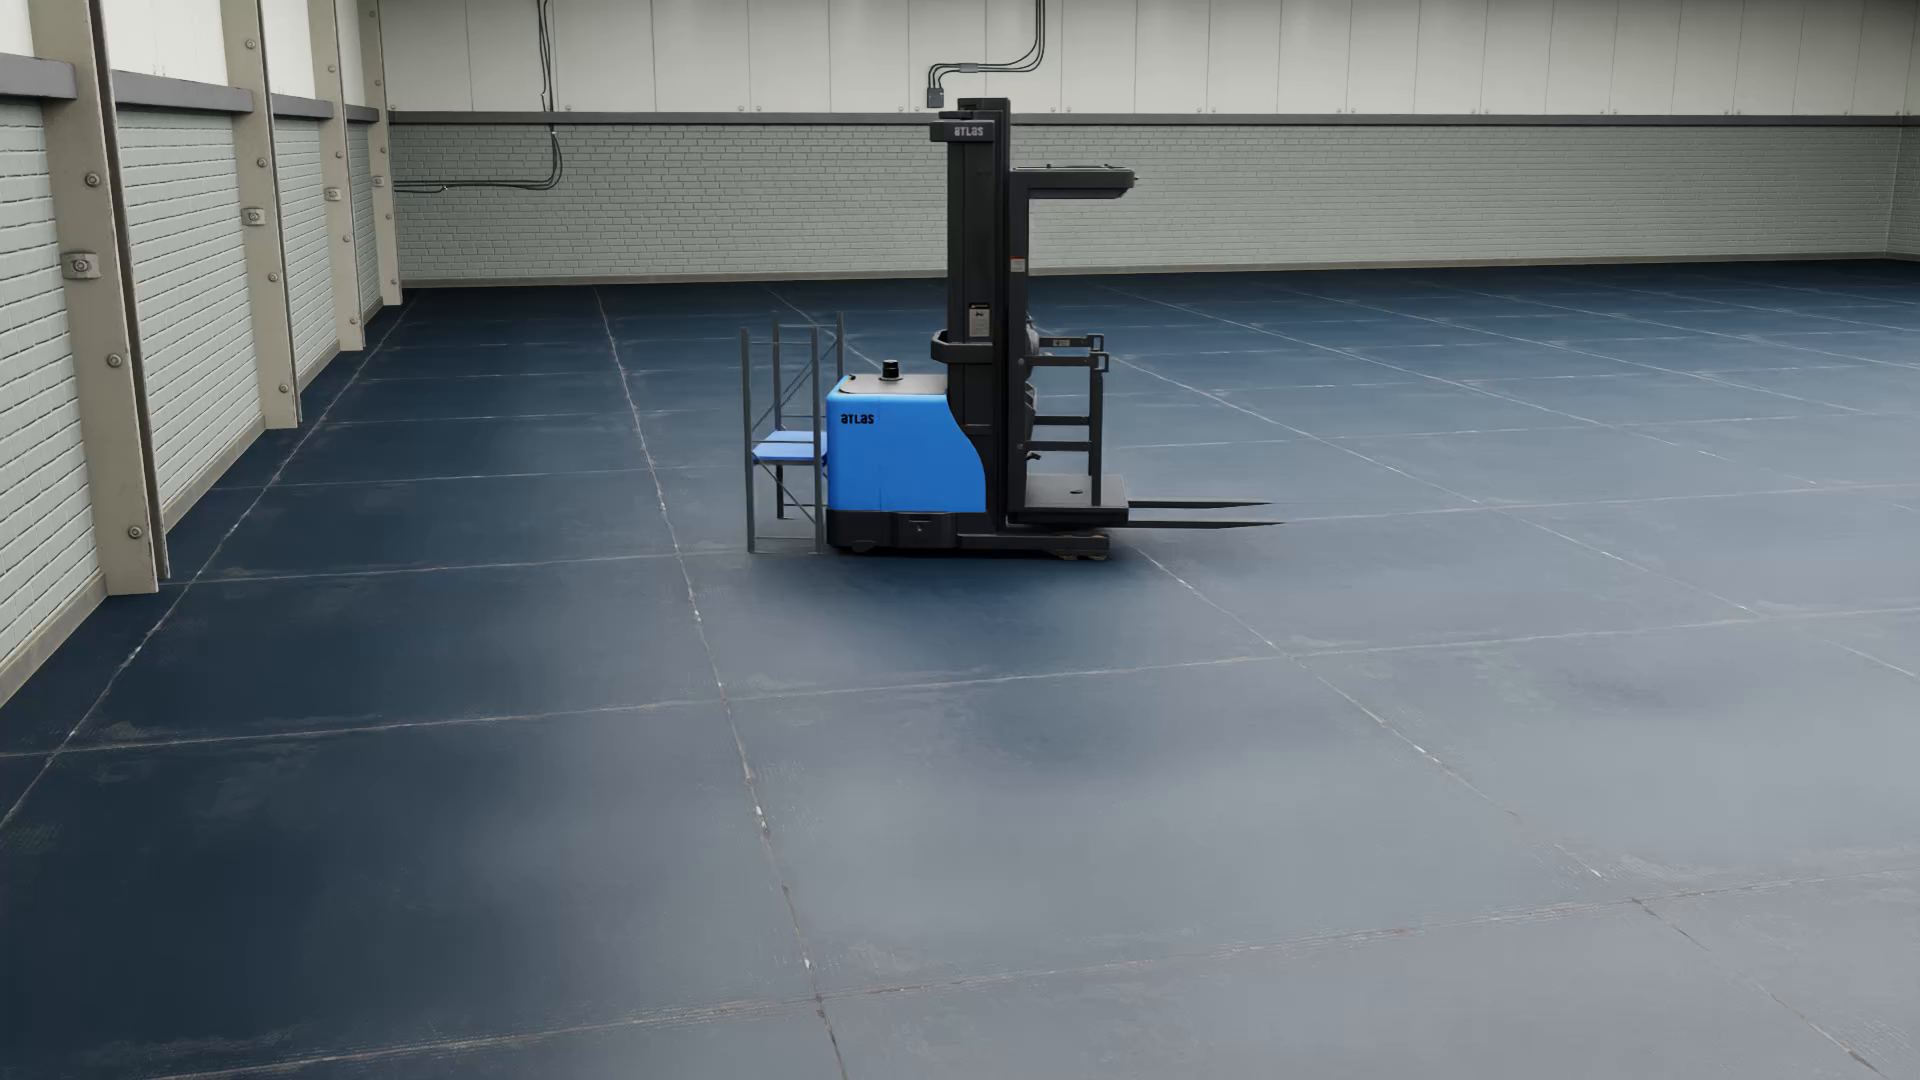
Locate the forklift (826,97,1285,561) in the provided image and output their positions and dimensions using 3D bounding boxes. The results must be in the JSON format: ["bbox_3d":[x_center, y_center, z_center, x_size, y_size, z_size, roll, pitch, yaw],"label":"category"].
[{"bbox_3d":[0.647,-1.419,11.061,3.031,2.935,1.130,1,14,3],"label":"forklift"}]

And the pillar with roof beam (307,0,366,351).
[{"bbox_3d":[-3.719,-7.097,21.514,9.100,9.000,0.400,-3,14,-13],"label":"pillar with roof beam"}]

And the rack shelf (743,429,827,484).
[{"bbox_3d":[-1.117,-0.584,11.414,0.538,0.185,1.000,1,14,5],"label":"rack shelf"}]

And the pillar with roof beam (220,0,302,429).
[{"bbox_3d":[-2.310,-5.713,15.848,9.100,9.000,0.400,-3,14,-13],"label":"pillar with roof beam"}]

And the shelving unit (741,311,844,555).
[{"bbox_3d":[-1.117,-0.758,11.371,0.538,1.500,1.048,1,14,5],"label":"shelving unit"}]

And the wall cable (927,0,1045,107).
[{"bbox_3d":[0.512,-11.172,31.028,2.305,6.003,0.169,-3,14,-13],"label":"wall cable"}]

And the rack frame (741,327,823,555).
[{"bbox_3d":[-1.160,-0.638,10.879,0.500,1.500,0.032,1,14,5],"label":"rack frame"}]

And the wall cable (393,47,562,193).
[{"bbox_3d":[-8.719,-7.486,29.649,3.097,2.526,0.112,-3,14,-13],"label":"wall cable"}]

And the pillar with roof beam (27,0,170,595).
[{"bbox_3d":[-0.901,-4.328,10.183,9.100,9.000,0.400,-3,14,-13],"label":"pillar with roof beam"}]

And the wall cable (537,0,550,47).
[{"bbox_3d":[-6.090,-10.090,29.667,3.097,2.526,0.112,-3,14,-13],"label":"wall cable"}]

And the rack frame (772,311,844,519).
[{"bbox_3d":[-1.073,-0.879,11.863,0.500,1.500,0.032,1,14,5],"label":"rack frame"}]

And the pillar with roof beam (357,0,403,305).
[{"bbox_3d":[-5.128,-8.481,27.180,9.100,9.000,0.400,-3,14,-13],"label":"pillar with roof beam"}]
